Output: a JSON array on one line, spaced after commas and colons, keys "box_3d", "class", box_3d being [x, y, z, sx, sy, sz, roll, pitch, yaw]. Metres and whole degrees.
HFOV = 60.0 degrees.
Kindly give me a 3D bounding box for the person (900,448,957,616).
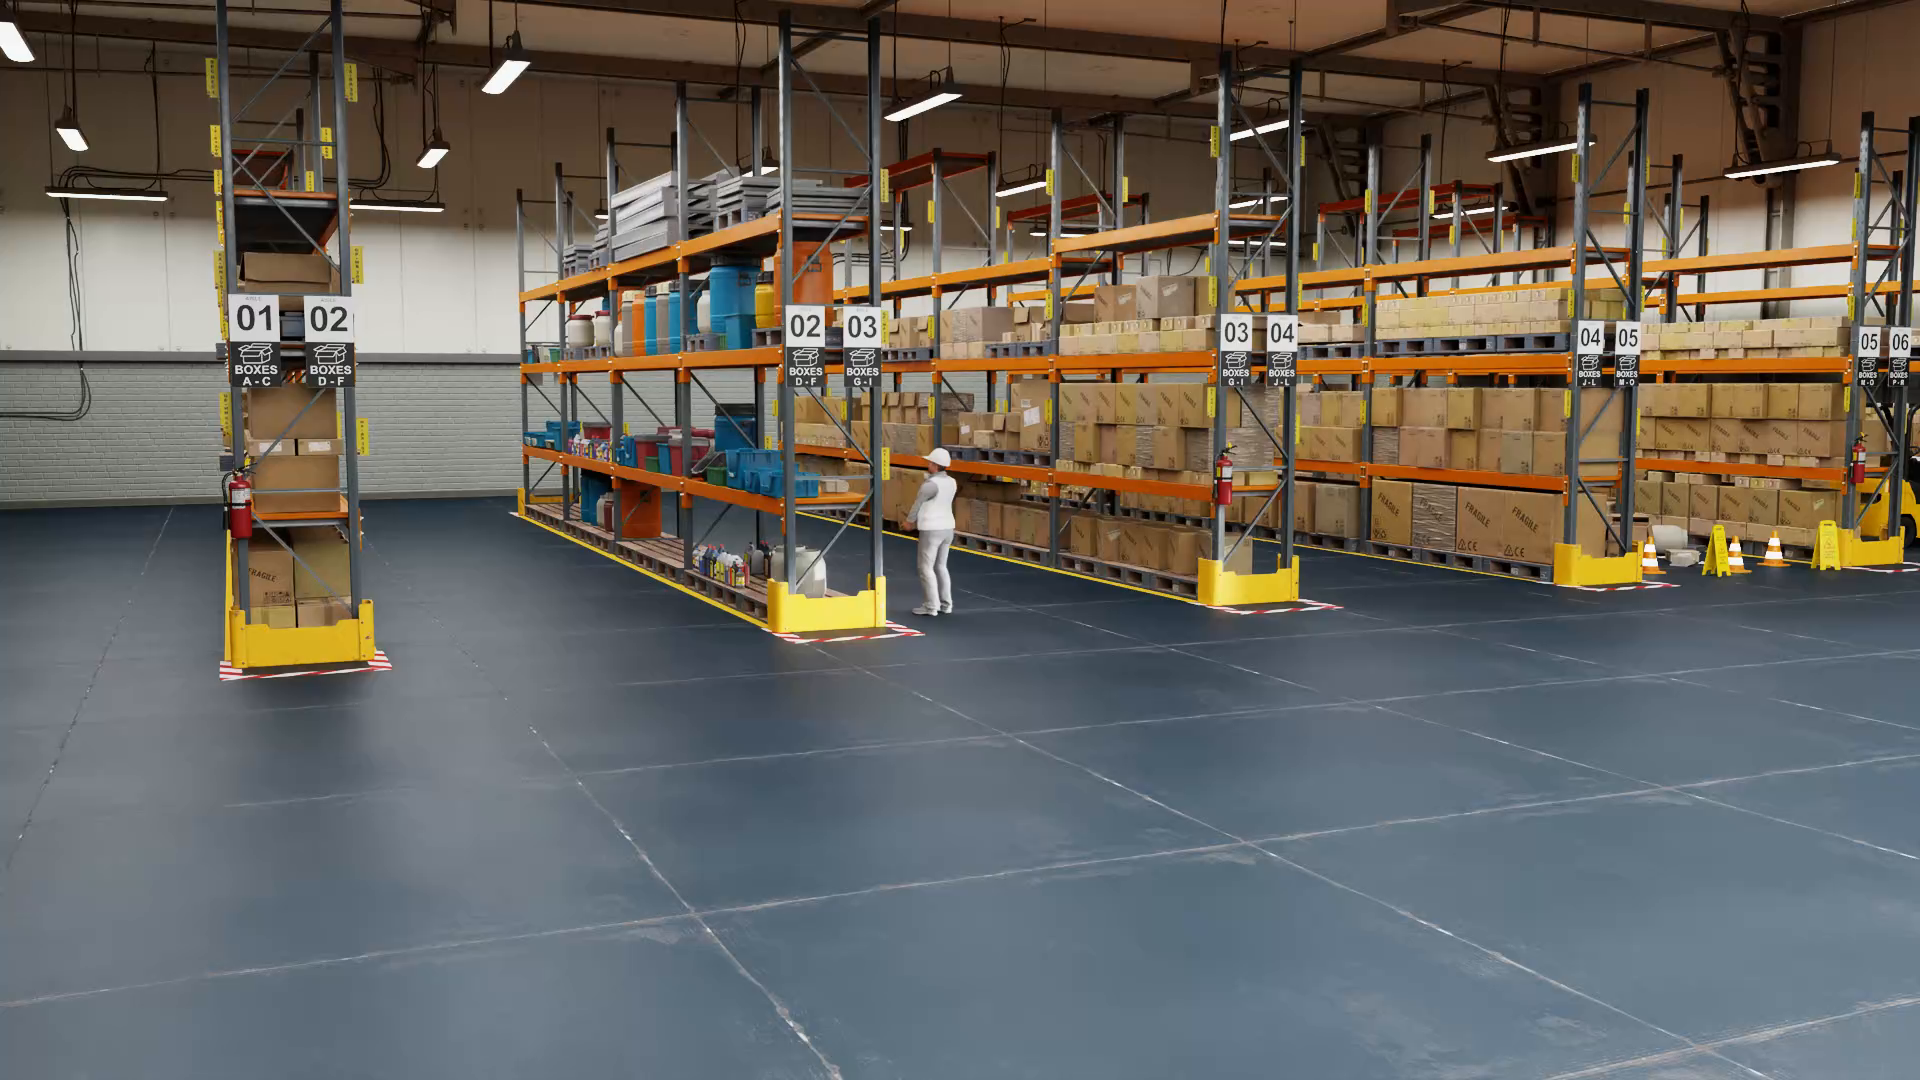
[{"box_3d": [-0.344, -0.097, 17.694, 0.554, 1.762, 0.494, 4, 6, 34], "class": "person"}]
